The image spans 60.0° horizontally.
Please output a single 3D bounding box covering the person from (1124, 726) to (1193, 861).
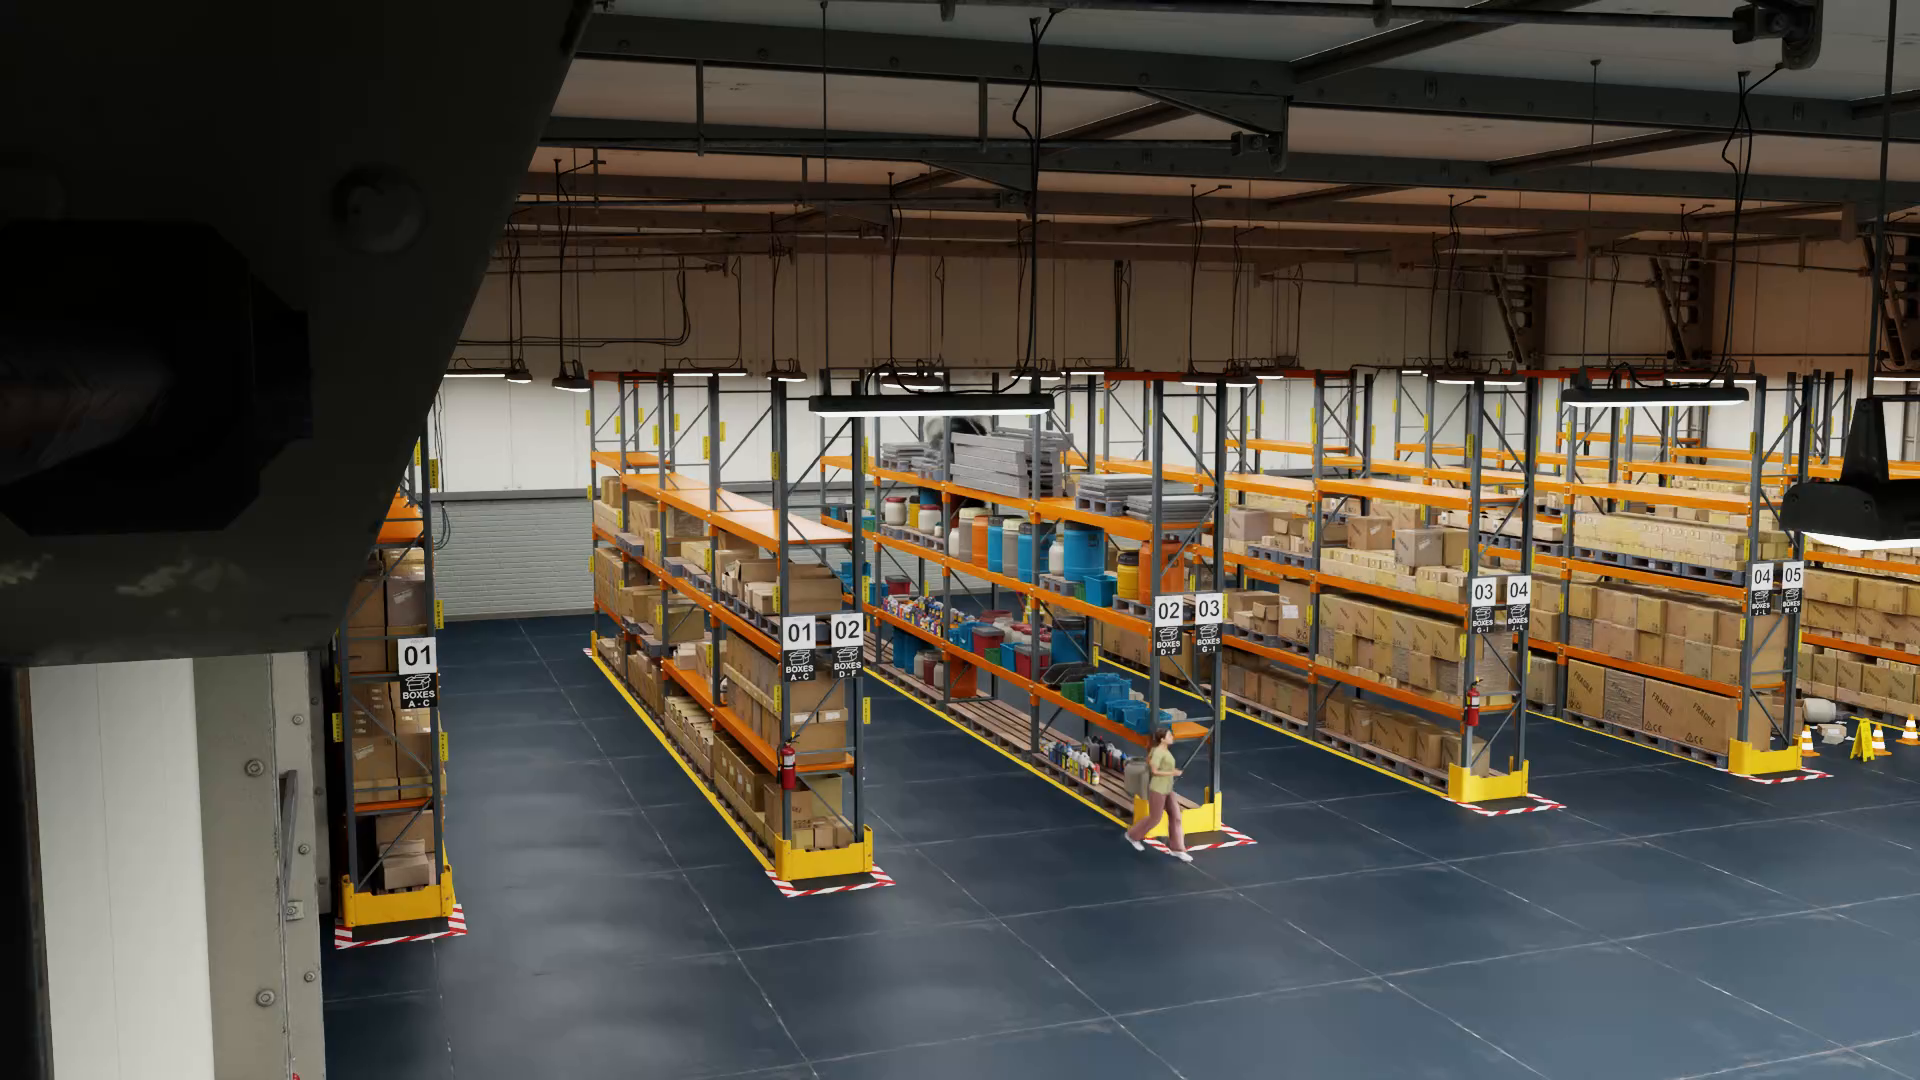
[{"bbox_3d":[2.490,3.173,20.872,0.898,1.690,0.560,3,7,23],"label":"person"}]

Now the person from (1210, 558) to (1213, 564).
[{"bbox_3d":[6.404,0.908,41.387,0.621,1.638,0.650,-3,7,-27],"label":"person"}]

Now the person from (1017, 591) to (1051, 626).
[{"bbox_3d":[1.541,1.513,33.347,0.661,1.794,1.061,-3,7,-22],"label":"person"}]
